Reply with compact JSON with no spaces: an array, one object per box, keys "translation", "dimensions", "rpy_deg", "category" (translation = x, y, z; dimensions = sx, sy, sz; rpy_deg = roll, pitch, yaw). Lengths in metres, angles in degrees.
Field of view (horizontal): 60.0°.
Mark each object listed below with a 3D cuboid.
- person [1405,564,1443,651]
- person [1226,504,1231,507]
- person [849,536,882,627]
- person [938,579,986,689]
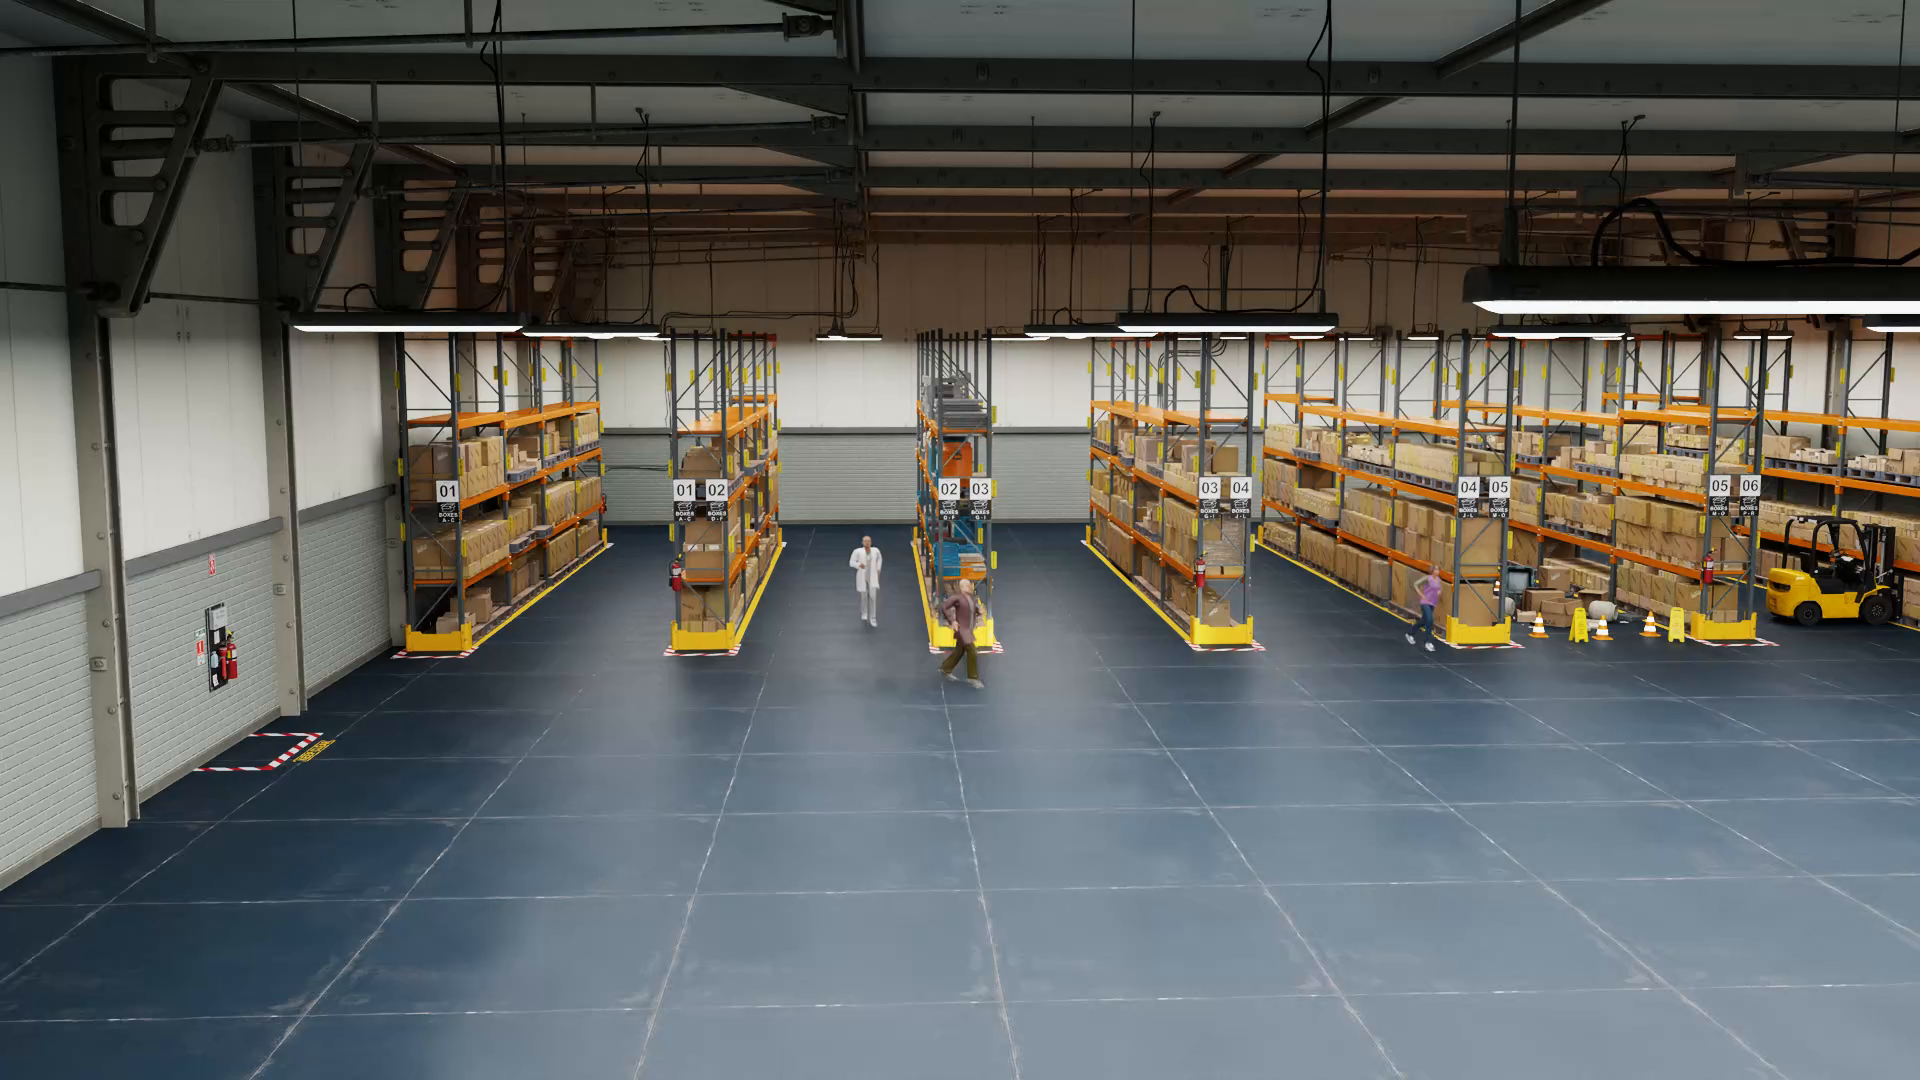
[{"translation":[8.843,1.247,31.455],"dimensions":[0.536,1.625,0.764],"rpy_deg":[-5,8,-35],"category":"person"},{"translation":[7.471,-0.502,46.014],"dimensions":[0.623,1.609,0.606],"rpy_deg":[1,7,5],"category":"person"},{"translation":[-1.923,0.831,34.038],"dimensions":[0.684,1.842,0.861],"rpy_deg":[-1,7,-8],"category":"person"},{"translation":[0.049,1.554,27.947],"dimensions":[0.923,1.832,0.674],"rpy_deg":[3,8,26],"category":"person"}]
